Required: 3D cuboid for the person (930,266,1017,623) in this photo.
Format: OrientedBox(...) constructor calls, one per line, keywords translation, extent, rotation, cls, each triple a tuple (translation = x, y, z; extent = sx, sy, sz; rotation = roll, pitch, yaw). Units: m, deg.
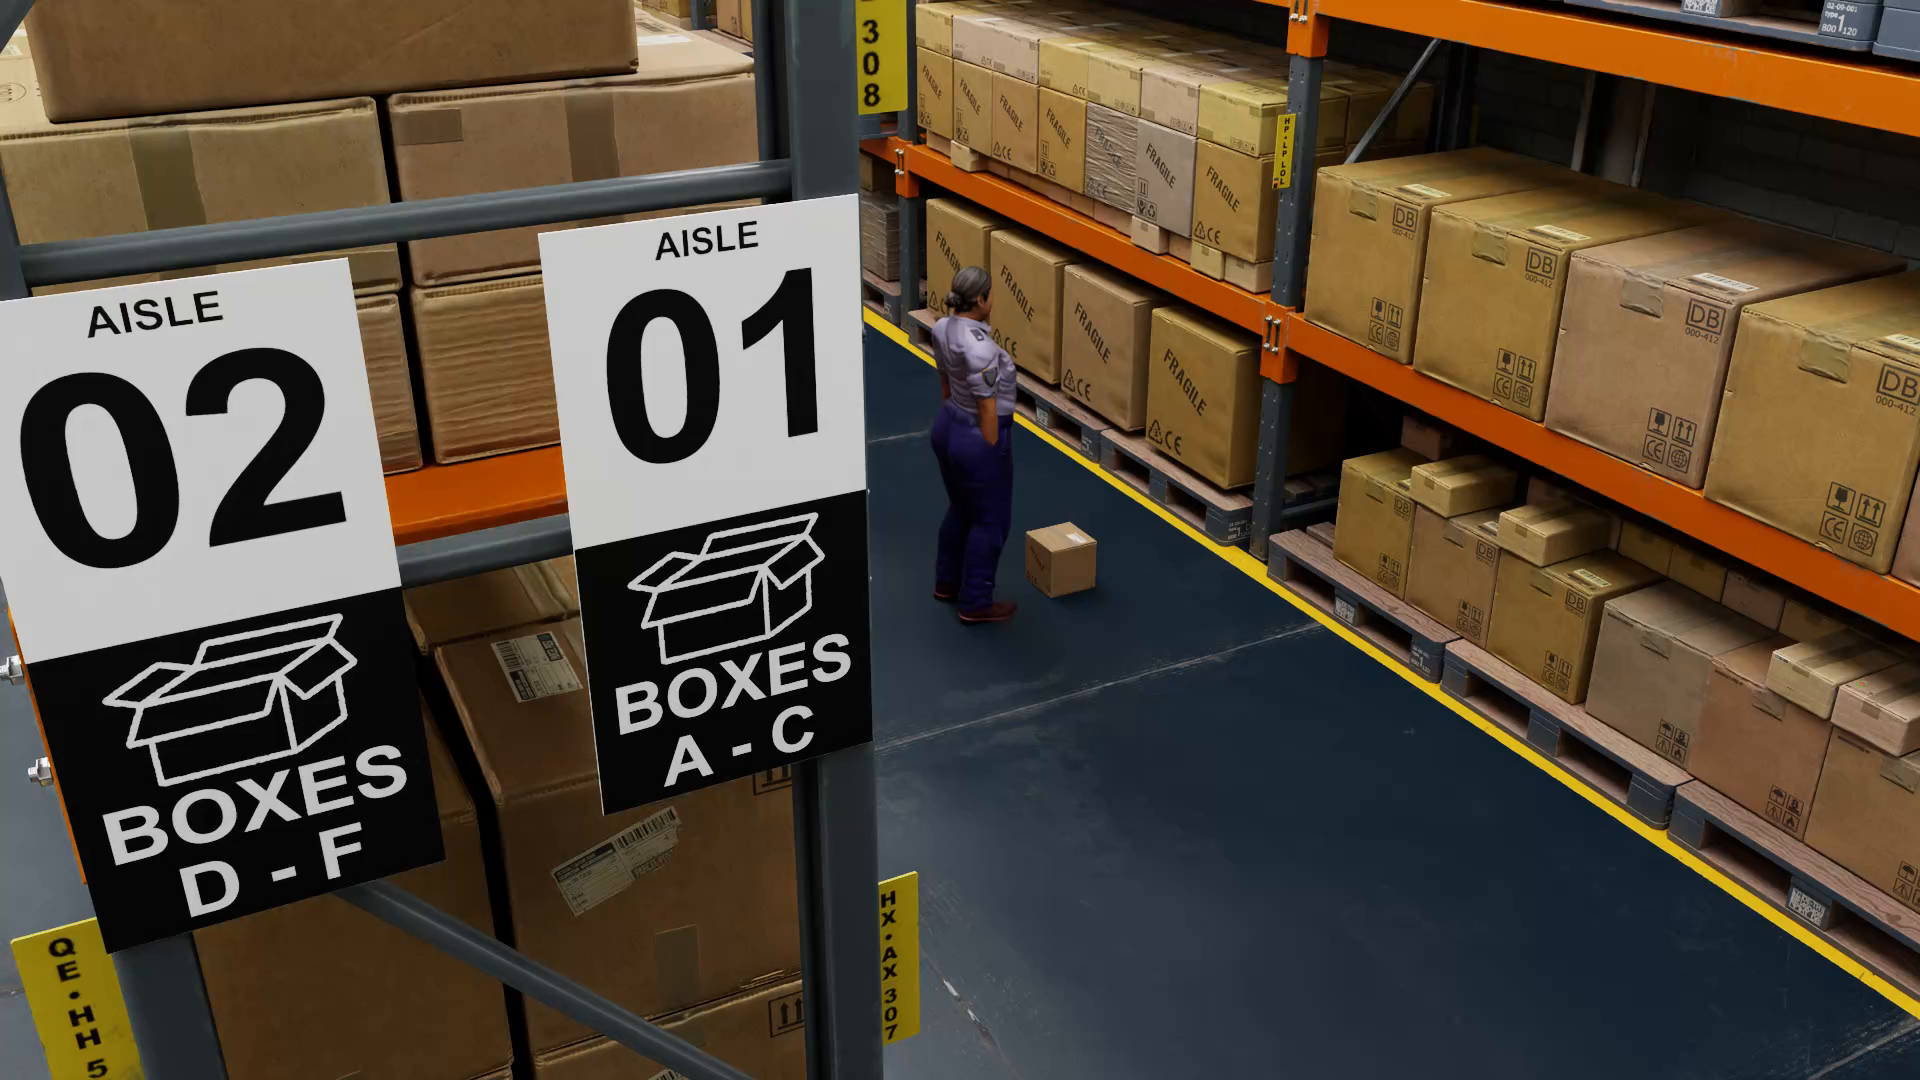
OrientedBox(translation=(0.061, -0.442, 7.557), extent=(0.342, 1.648, 0.470), rotation=(-12, 28, -24), cls="person")
